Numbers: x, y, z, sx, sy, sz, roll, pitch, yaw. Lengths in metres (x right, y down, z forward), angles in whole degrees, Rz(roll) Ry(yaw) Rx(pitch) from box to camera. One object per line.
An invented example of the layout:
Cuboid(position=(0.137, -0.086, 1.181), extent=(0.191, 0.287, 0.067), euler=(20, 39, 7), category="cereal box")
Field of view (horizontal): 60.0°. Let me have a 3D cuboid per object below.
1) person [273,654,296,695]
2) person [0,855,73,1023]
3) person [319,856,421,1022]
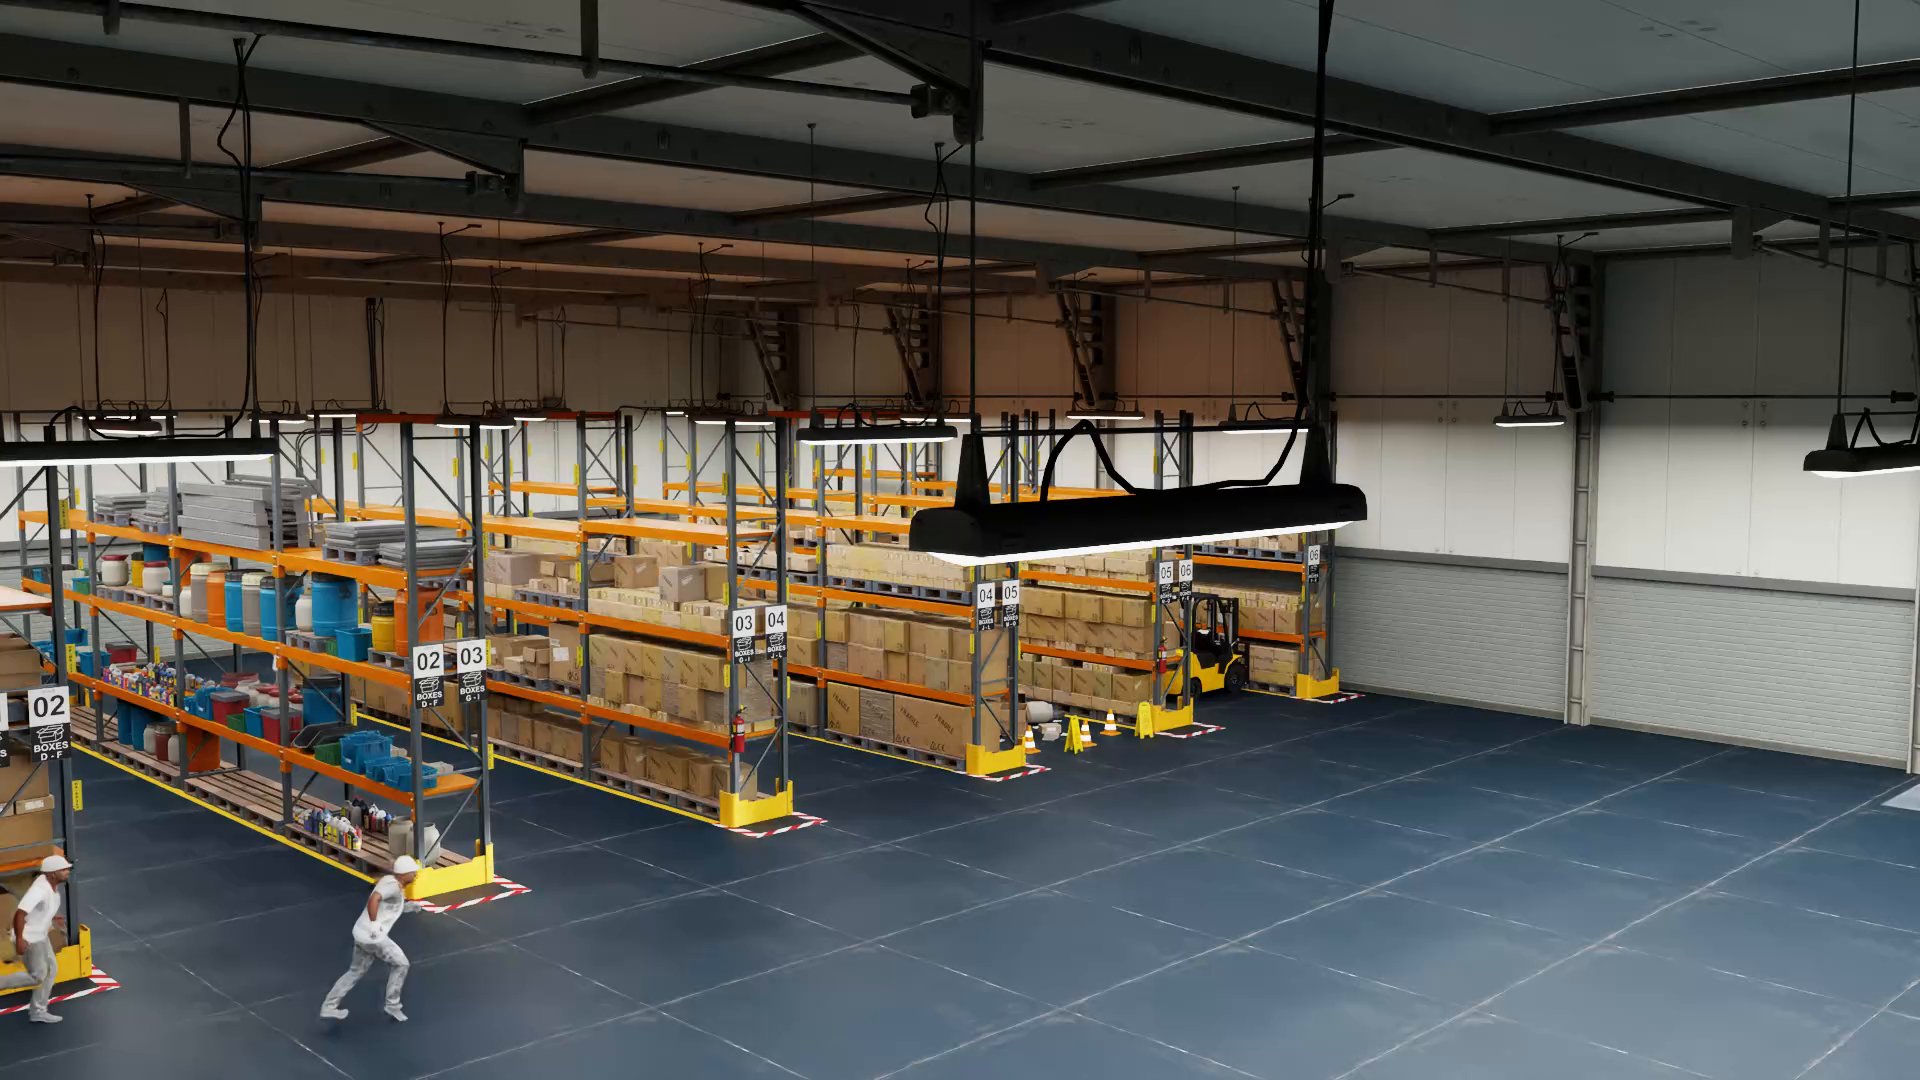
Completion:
Cuboid(position=(-13.023, 2.737, 32.007), extent=(0.824, 1.626, 0.502), euler=(5, 7, 44), category="person")
Cuboid(position=(-9.413, 4.049, 16.806), extent=(0.865, 1.696, 0.703), euler=(-2, 5, -20), category="person")
Cuboid(position=(-5.924, 4.070, 16.721), extent=(1.013, 1.726, 0.736), euler=(-2, 5, -23), category="person")
